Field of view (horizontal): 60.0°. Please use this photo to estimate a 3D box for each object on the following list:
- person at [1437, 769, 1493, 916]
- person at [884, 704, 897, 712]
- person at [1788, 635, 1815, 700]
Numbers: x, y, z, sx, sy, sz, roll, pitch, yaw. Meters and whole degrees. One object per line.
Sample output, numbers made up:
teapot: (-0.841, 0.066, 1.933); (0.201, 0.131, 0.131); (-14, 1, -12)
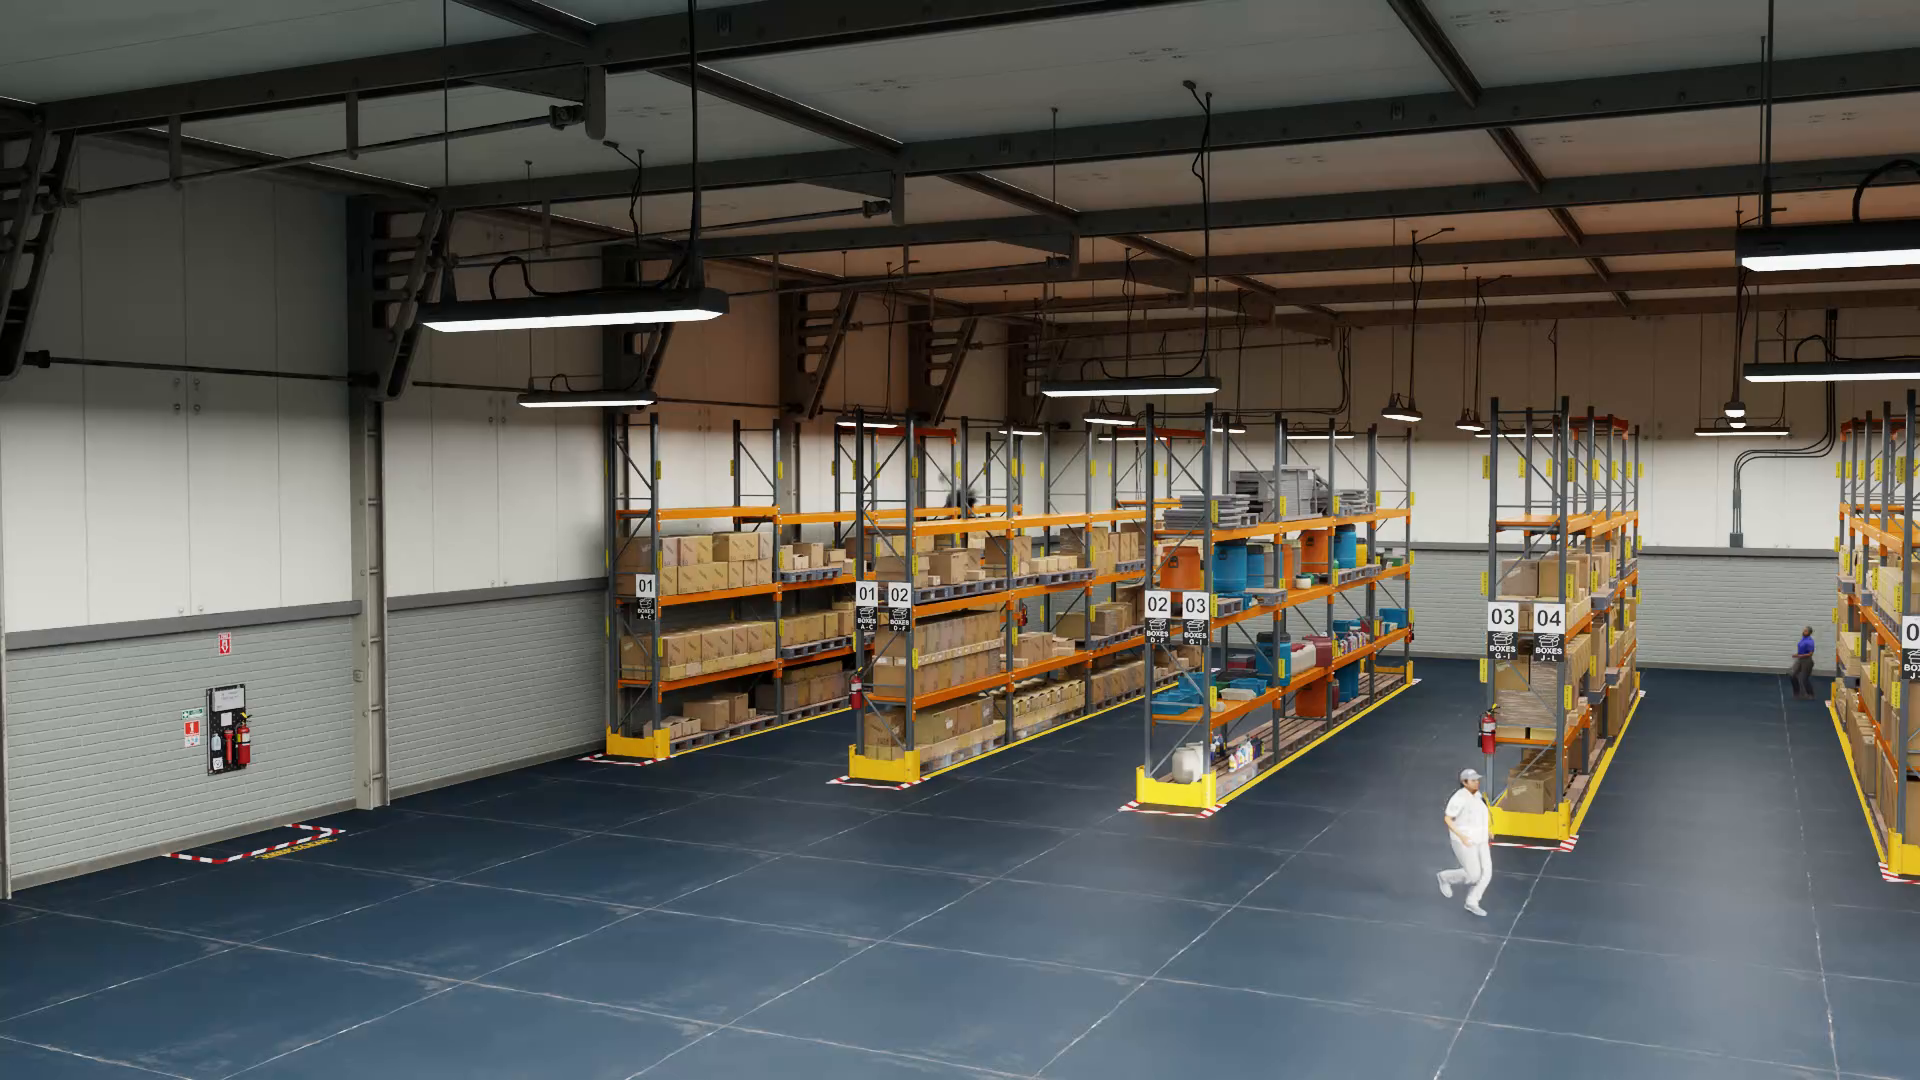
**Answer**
person: (5.745, 3.408, 18.884); (0.617, 1.636, 0.579); (-2, 3, -36)
person: (-1.210, 2.839, 30.987); (0.575, 1.584, 0.520); (1, 3, 20)
person: (18.346, 2.783, 36.101); (0.592, 1.461, 0.612); (0, 2, -9)
